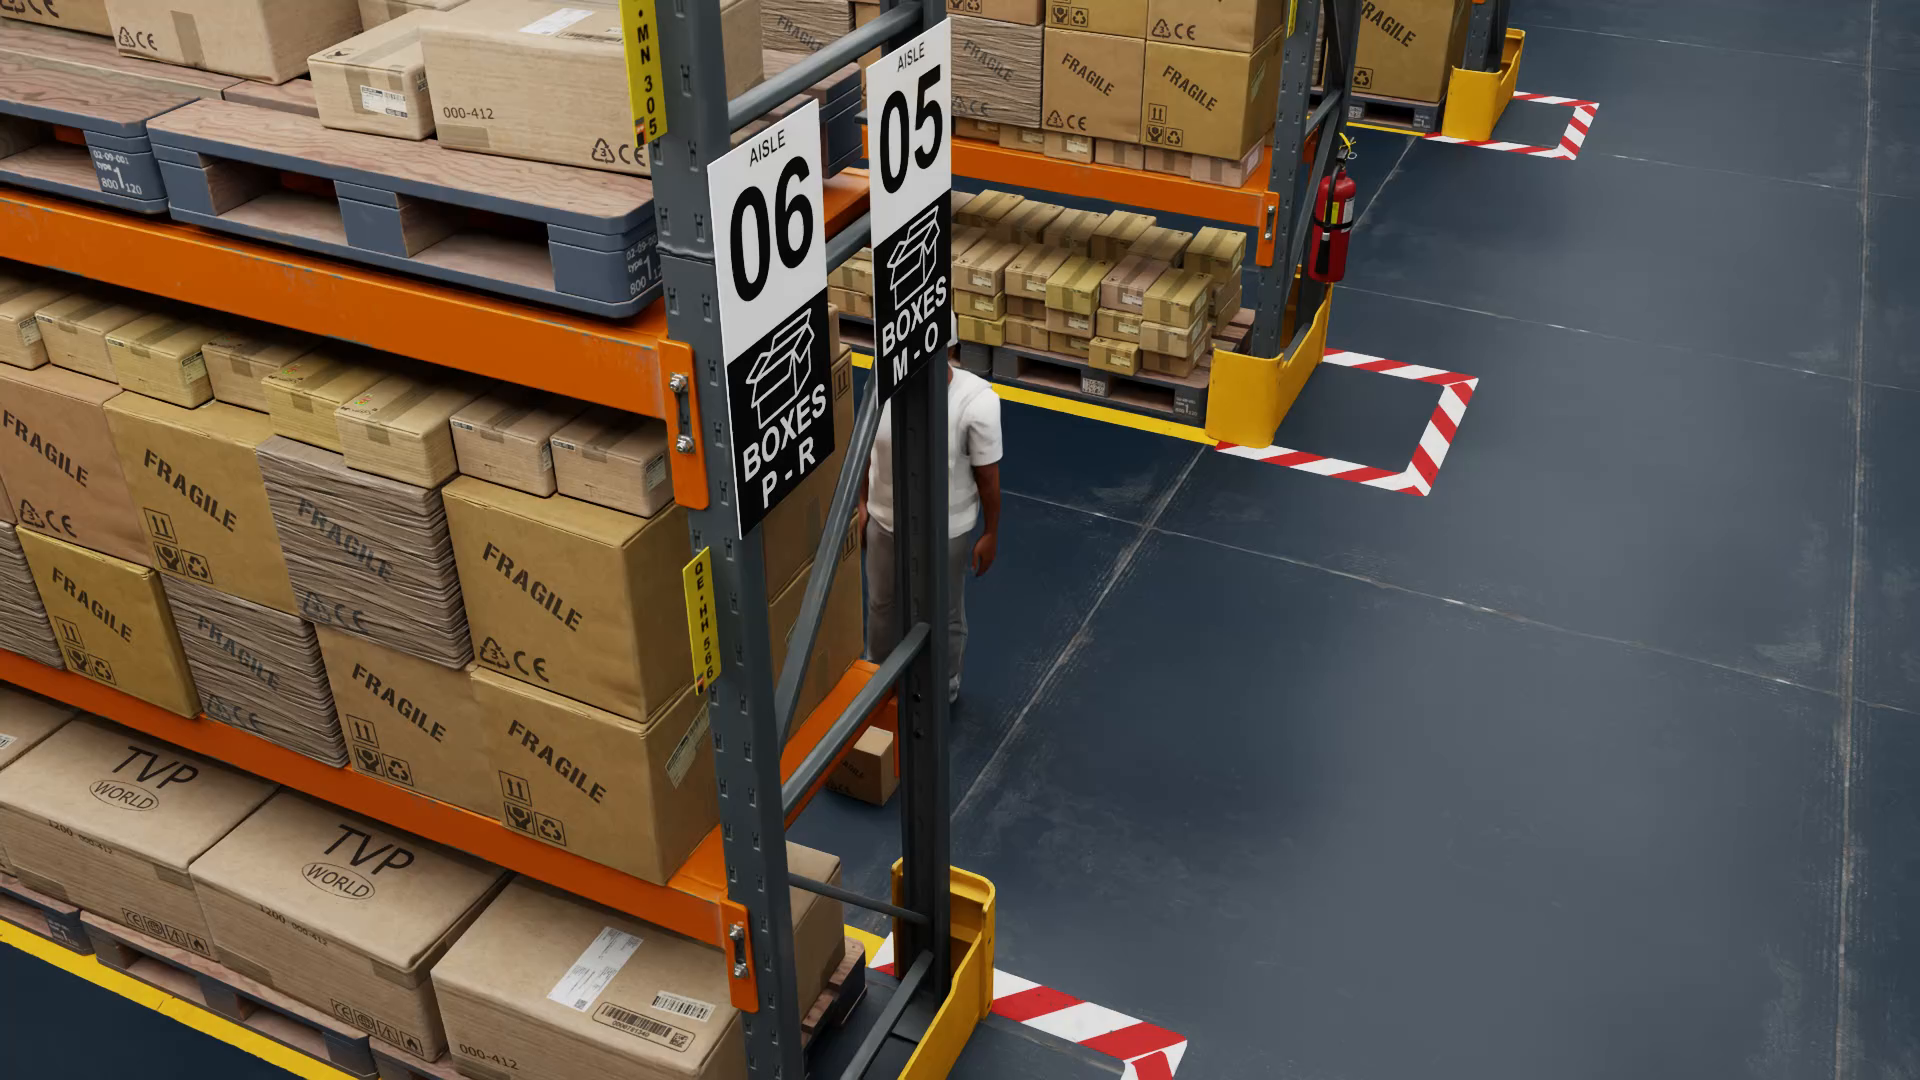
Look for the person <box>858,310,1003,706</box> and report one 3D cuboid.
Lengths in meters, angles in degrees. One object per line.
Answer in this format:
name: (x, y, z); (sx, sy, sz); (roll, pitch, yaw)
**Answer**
person: (-0.149, -0.071, 6.217); (0.602, 1.770, 0.392); (14, 36, 20)
